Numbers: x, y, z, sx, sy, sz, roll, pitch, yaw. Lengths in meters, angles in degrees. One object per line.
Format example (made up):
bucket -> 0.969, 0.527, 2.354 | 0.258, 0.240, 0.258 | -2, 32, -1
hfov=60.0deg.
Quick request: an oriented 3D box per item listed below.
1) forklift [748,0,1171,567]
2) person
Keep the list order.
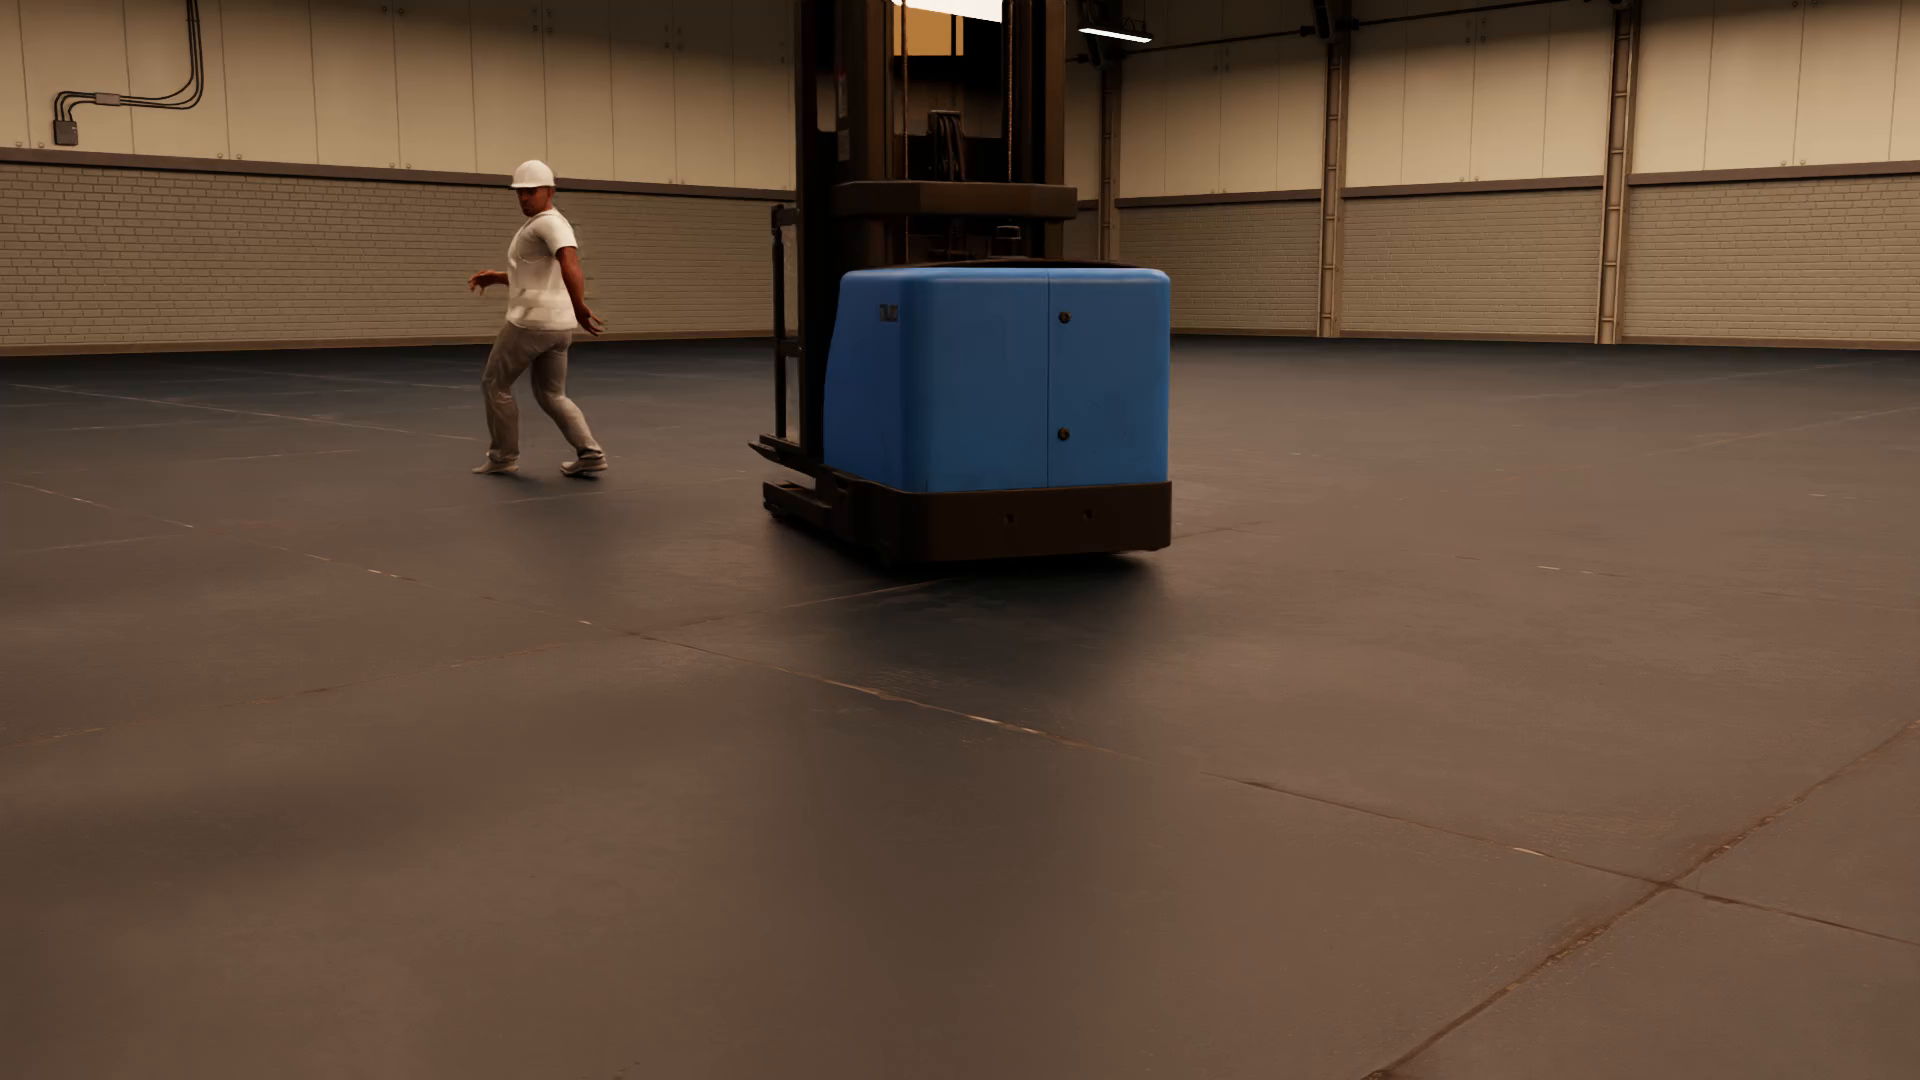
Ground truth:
forklift -> -0.228, -1.534, 7.059 | 1.130, 2.935, 3.031 | -3, 9, -21
person -> -2.260, -1.171, 8.939 | 0.987, 1.704, 0.582 | 3, 9, 17
